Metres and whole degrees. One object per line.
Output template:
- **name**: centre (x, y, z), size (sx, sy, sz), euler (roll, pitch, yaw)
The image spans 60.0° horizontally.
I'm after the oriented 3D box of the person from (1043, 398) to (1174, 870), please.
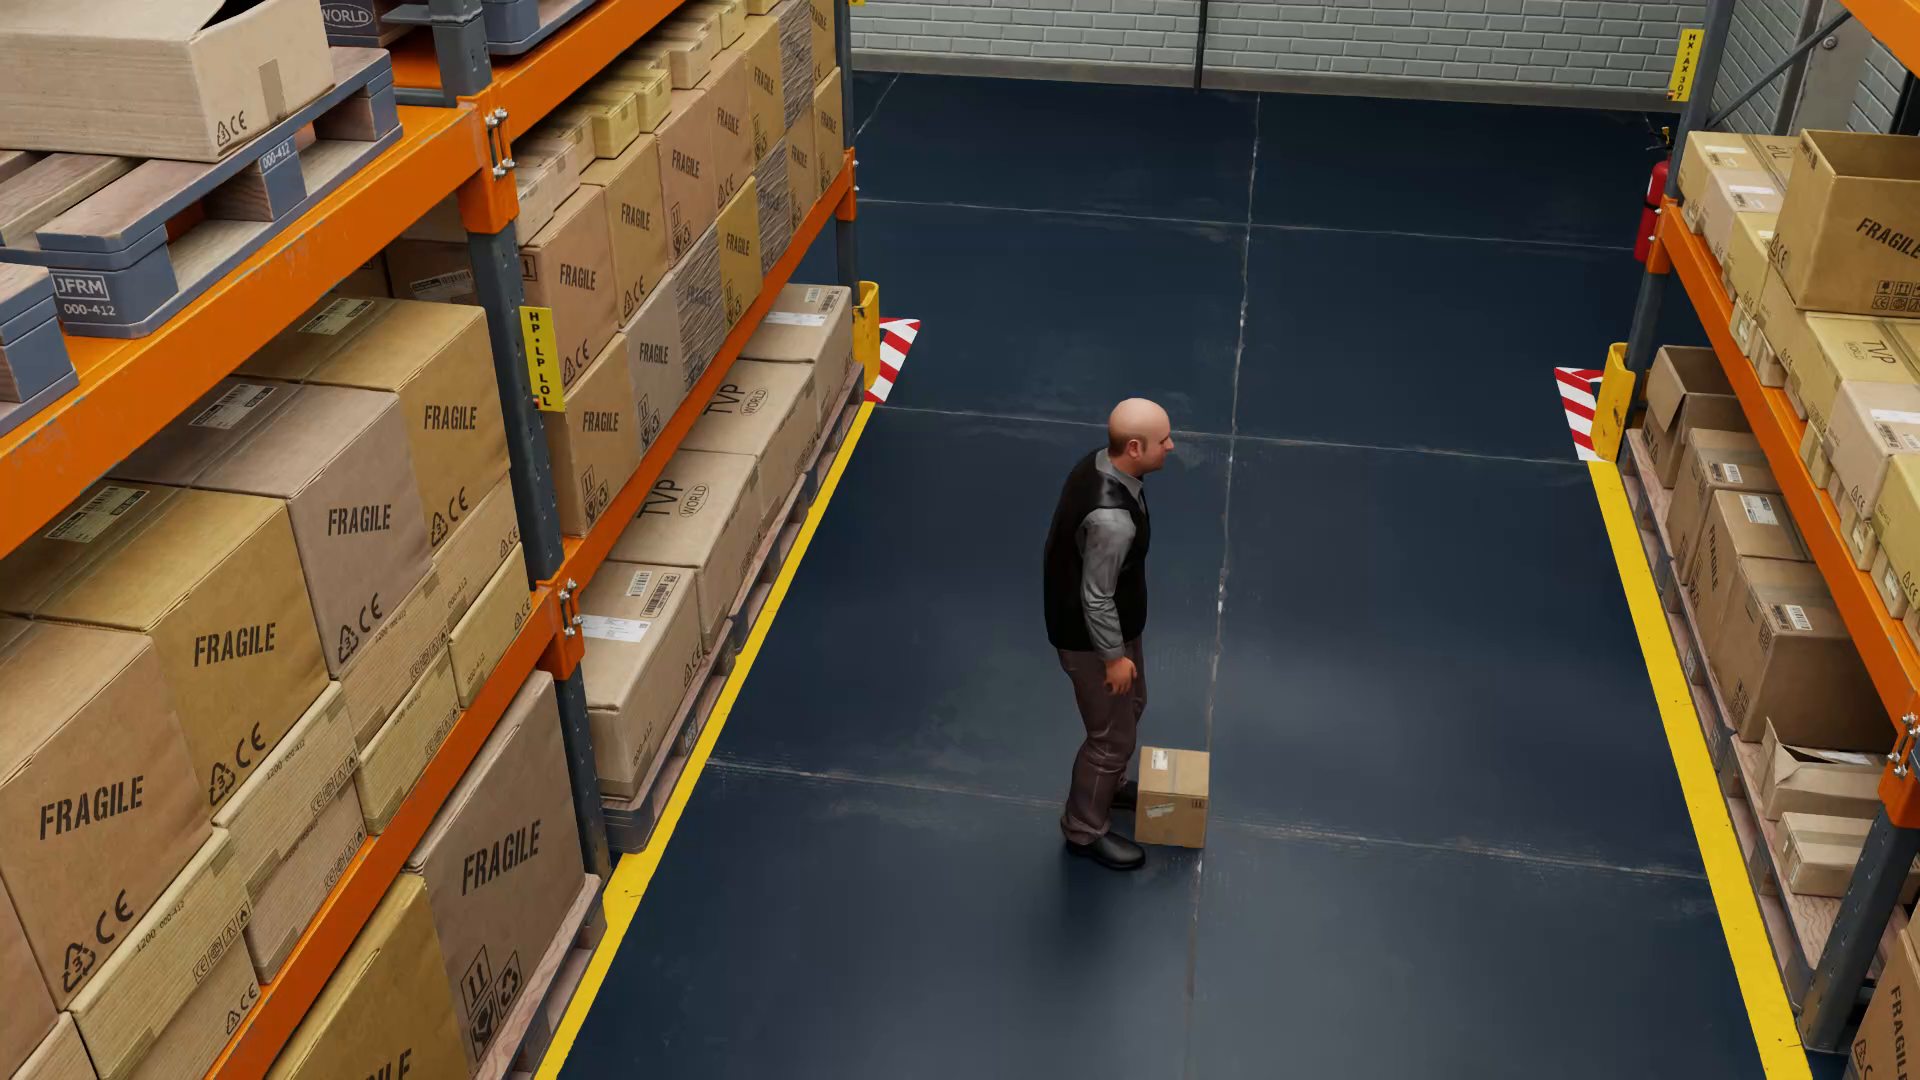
- **person**: centre (0.515, 0.295, 5.691), size (0.474, 1.720, 0.572), euler (4, 32, 6)
